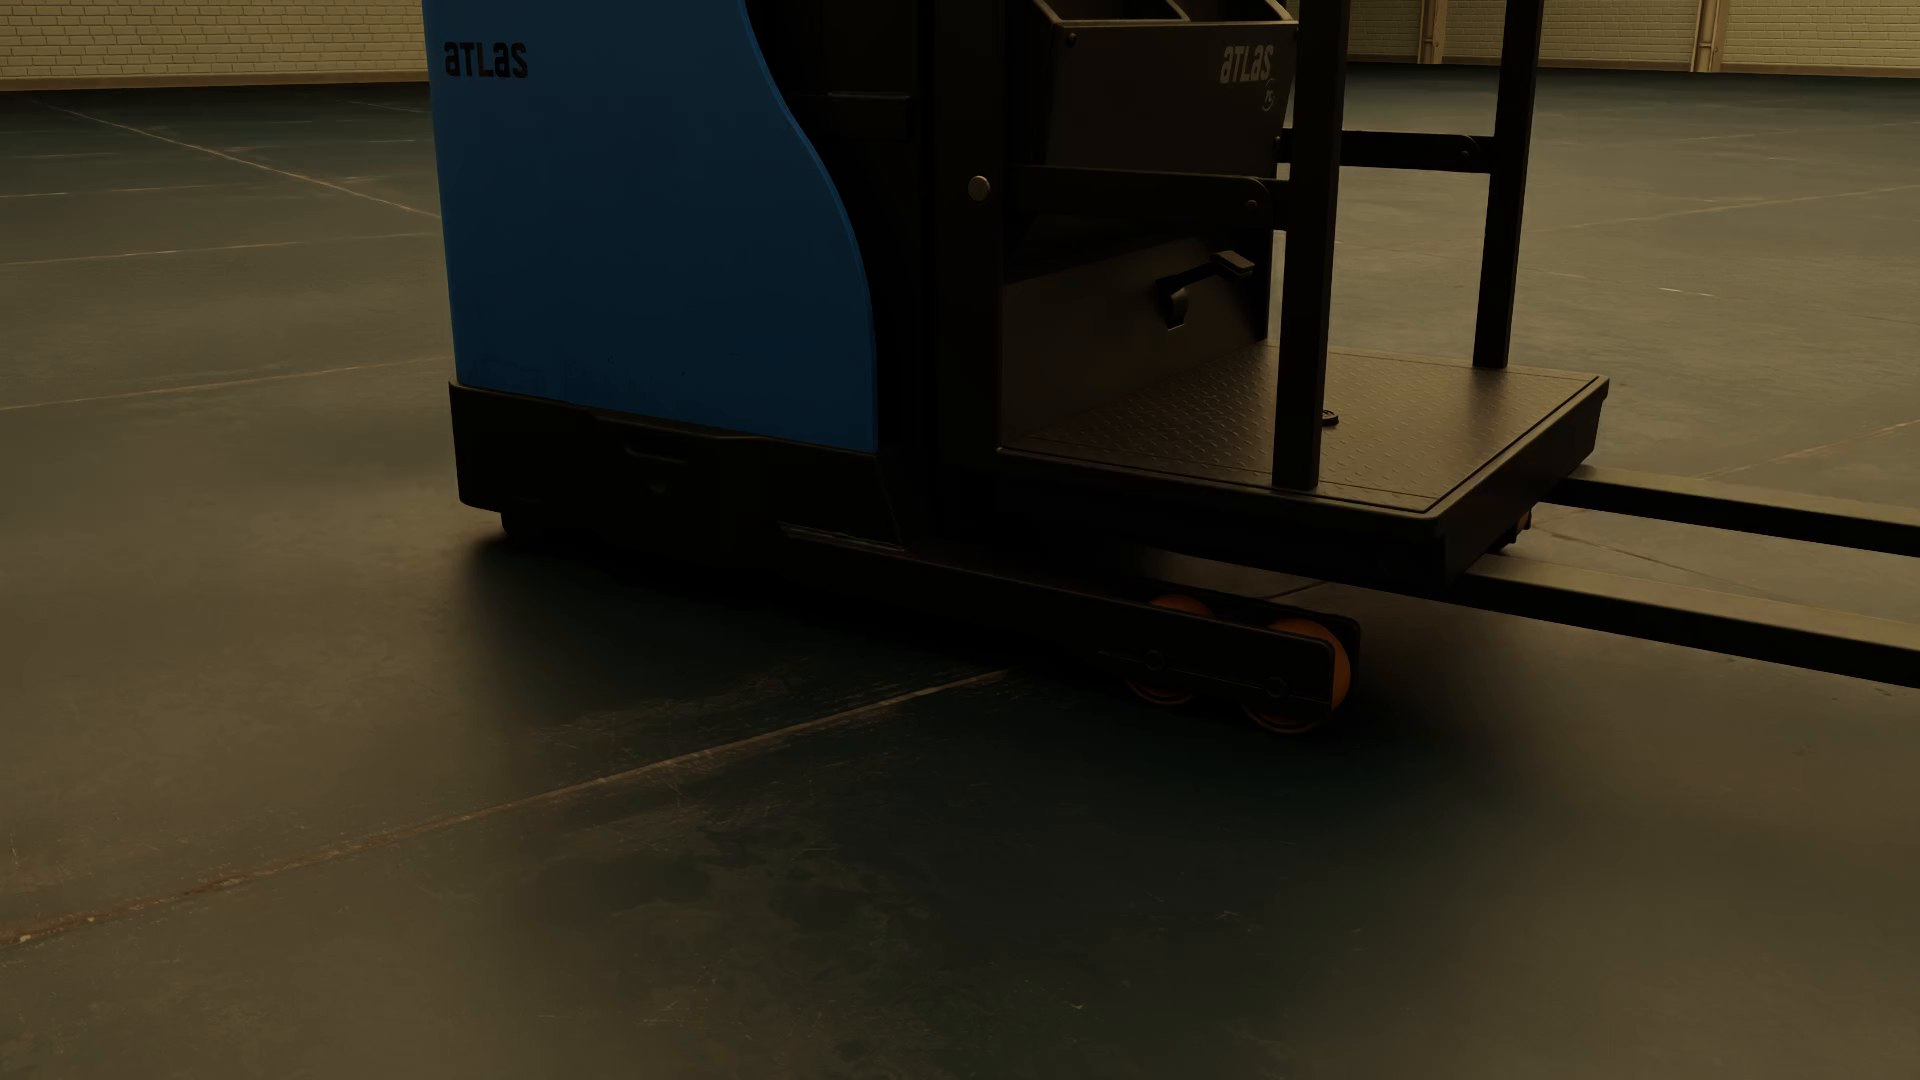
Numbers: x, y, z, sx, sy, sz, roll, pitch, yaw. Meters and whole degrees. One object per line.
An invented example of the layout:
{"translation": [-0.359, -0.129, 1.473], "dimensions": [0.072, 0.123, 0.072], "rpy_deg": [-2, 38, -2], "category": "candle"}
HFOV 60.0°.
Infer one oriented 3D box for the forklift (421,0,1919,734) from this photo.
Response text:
{"translation": [0.514, -1.298, 2.549], "dimensions": [3.031, 2.935, 1.130], "rpy_deg": [11, 21, 31], "category": "forklift"}
